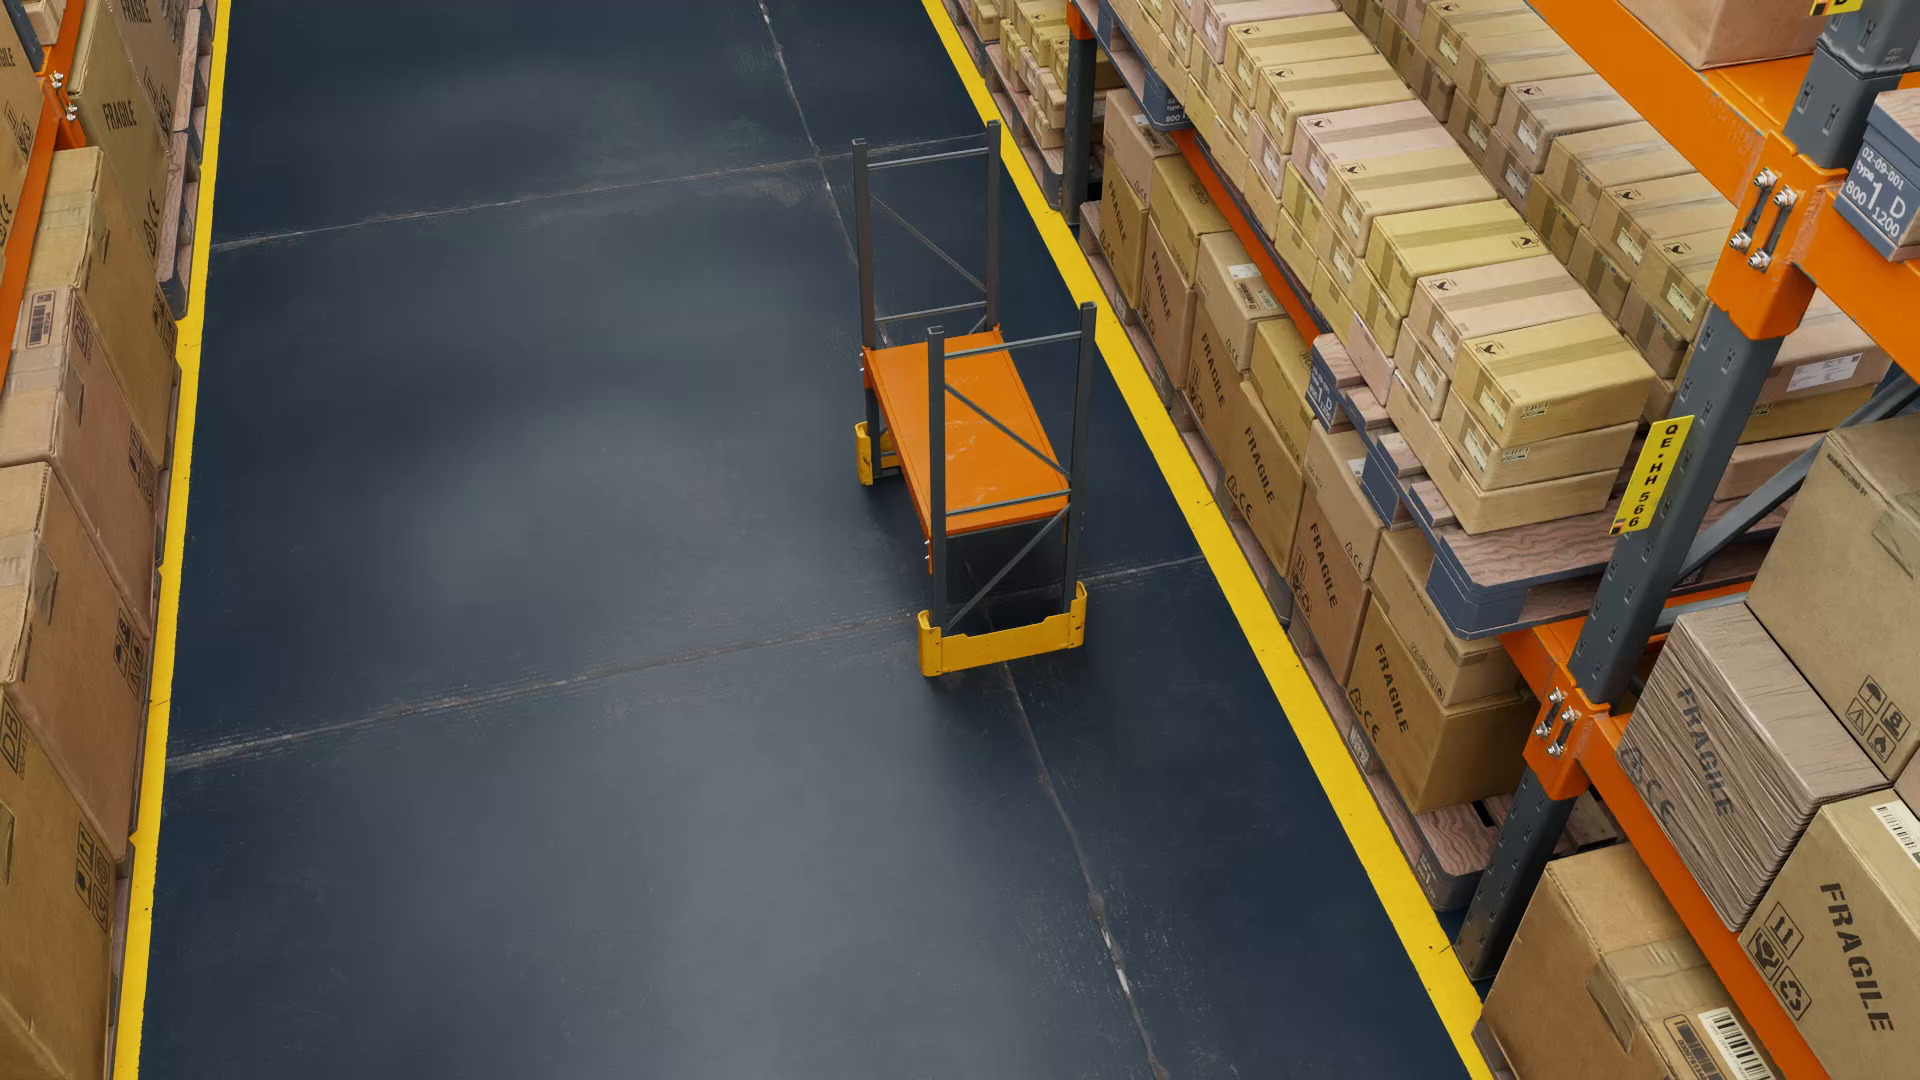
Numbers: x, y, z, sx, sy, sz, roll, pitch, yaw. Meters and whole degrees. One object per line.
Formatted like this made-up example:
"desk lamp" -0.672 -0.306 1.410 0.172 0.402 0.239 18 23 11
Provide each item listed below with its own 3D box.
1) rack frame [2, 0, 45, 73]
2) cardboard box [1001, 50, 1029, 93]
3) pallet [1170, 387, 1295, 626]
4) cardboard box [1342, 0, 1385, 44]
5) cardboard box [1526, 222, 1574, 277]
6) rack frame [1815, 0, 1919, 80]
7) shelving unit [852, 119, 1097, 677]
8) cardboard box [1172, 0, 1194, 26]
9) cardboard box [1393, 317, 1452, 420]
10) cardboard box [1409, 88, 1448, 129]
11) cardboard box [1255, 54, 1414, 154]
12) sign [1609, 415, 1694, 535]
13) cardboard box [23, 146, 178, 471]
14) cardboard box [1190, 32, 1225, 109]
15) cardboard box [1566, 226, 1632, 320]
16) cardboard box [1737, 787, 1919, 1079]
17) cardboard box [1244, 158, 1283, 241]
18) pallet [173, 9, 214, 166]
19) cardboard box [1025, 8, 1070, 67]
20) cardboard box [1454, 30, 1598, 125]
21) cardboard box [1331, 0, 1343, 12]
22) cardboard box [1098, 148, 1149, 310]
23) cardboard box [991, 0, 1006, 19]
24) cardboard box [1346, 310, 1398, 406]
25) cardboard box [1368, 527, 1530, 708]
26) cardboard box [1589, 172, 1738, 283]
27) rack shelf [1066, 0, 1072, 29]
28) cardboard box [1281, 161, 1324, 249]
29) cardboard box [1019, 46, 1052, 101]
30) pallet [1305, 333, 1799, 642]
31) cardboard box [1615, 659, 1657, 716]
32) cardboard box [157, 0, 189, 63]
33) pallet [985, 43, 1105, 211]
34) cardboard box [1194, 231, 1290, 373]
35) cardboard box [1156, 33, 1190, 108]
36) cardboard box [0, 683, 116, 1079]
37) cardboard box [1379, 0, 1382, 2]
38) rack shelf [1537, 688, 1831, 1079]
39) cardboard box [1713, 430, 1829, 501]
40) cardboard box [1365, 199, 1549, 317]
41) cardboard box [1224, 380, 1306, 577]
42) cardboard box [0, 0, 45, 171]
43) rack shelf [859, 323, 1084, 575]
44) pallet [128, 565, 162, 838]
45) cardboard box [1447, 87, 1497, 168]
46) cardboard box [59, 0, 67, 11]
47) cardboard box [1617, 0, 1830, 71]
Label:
"rack frame" -3.855 -1.787 5.901 1.000 3.000 0.127 -11 47 -10
"cardboard box" 0.420 -2.347 8.152 0.380 0.149 0.250 -12 47 -12
"pallet" 1.482 -0.267 6.364 1.003 0.211 1.213 -11 47 -10
"cardboard box" 1.527 -1.827 5.614 0.380 0.149 0.250 -13 47 -12
"cardboard box" 1.861 -0.825 4.840 0.380 0.149 0.250 -9 46 -8
"rack frame" 1.989 -1.962 1.872 1.000 3.000 0.127 -11 47 -10
"shelving unit" 0.020 -0.472 5.663 0.587 1.500 1.083 -11 47 -10
"cardboard box" 0.889 -1.817 5.396 0.380 0.149 0.250 -11 47 -11
"cardboard box" 1.353 -0.467 4.281 0.380 0.149 0.250 -9 46 -9
"cardboard box" 1.663 -1.362 5.366 0.380 0.149 0.250 -12 47 -12
"cardboard box" 1.092 -1.277 4.867 0.380 0.149 0.250 -9 46 -8
"sign" 1.467 -0.134 3.526 0.100 0.325 0.005 -11 47 -10
"cardboard box" -3.672 -0.752 6.080 1.225 0.875 0.875 -11 47 -10
"cardboard box" 0.962 -1.526 5.319 0.380 0.149 0.250 -11 47 -11
"cardboard box" 1.917 -0.766 4.574 0.380 0.149 0.250 -12 47 -12
"cardboard box" 1.976 0.813 3.283 0.500 0.500 0.500 -11 47 -11
"cardboard box" 1.095 -1.064 5.075 0.380 0.149 0.250 -9 46 -9
"pallet" -4.290 -2.194 8.252 1.003 0.211 1.213 -11 47 -10
"cardboard box" 0.519 -2.348 7.737 0.380 0.149 0.250 -10 46 -10
"cardboard box" 1.720 -1.391 4.978 0.380 0.149 0.250 -9 46 -9
"cardboard box" 1.451 -1.920 5.913 0.380 0.149 0.250 -13 47 -12
"cardboard box" 0.898 -1.337 6.916 0.500 0.500 0.500 -9 46 -9
"cardboard box" 0.357 -2.766 8.355 0.380 0.149 0.250 -10 46 -9
"cardboard box" 1.290 -0.527 4.548 0.380 0.149 0.250 -10 46 -10
"cardboard box" 1.561 0.179 4.905 0.500 0.250 0.500 -12 47 -11
"cardboard box" 1.928 -0.839 4.438 0.380 0.149 0.250 -11 47 -11
"rack shelf" 0.453 -3.753 8.331 1.077 0.370 4.000 -11 47 -10
"cardboard box" 1.158 -0.994 4.797 0.380 0.149 0.250 -11 47 -11
"cardboard box" 0.496 -2.221 7.820 0.380 0.149 0.250 -13 47 -12
"pallet" 1.704 -0.268 4.546 1.213 0.211 1.003 -11 47 -10
"cardboard box" 2.055 0.331 5.282 0.500 0.500 0.500 -13 47 -12
"cardboard box" -4.405 -2.896 8.182 0.875 0.875 0.875 -11 47 -10
"pallet" 0.759 -2.105 8.165 1.003 0.211 1.213 -11 47 -10
"cardboard box" 1.164 -0.880 5.943 0.500 0.250 0.500 -9 46 -9
"cardboard box" 0.887 -1.614 5.613 0.380 0.149 0.250 -13 47 -12
"cardboard box" -2.988 1.091 4.274 1.225 0.875 0.875 -13 47 -12
"cardboard box" 1.517 -1.934 5.510 0.380 0.149 0.250 -12 47 -12
"rack shelf" 2.501 1.770 2.918 1.077 0.370 4.000 -11 47 -10
"cardboard box" 2.070 -0.267 4.293 0.380 0.149 0.250 -11 47 -11
"cardboard box" 1.291 -0.739 4.339 0.380 0.149 0.250 -9 46 -9
"cardboard box" 1.288 -0.262 5.863 0.500 0.500 0.500 -13 47 -12
"cardboard box" -3.472 -1.549 5.598 0.500 0.500 0.500 -11 47 -10
"rack shelf" 0.022 -0.340 5.785 0.538 0.185 1.000 -11 47 -10
"pallet" -3.269 0.552 5.561 1.003 0.211 1.213 -11 47 -10
"cardboard box" 1.728 -1.285 5.082 0.380 0.149 0.250 -11 47 -11
"cardboard box" -3.677 -2.145 6.428 0.380 0.149 0.250 -12 47 -12
"cardboard box" 1.597 -1.295 3.249 0.500 0.500 0.500 -11 47 -10
